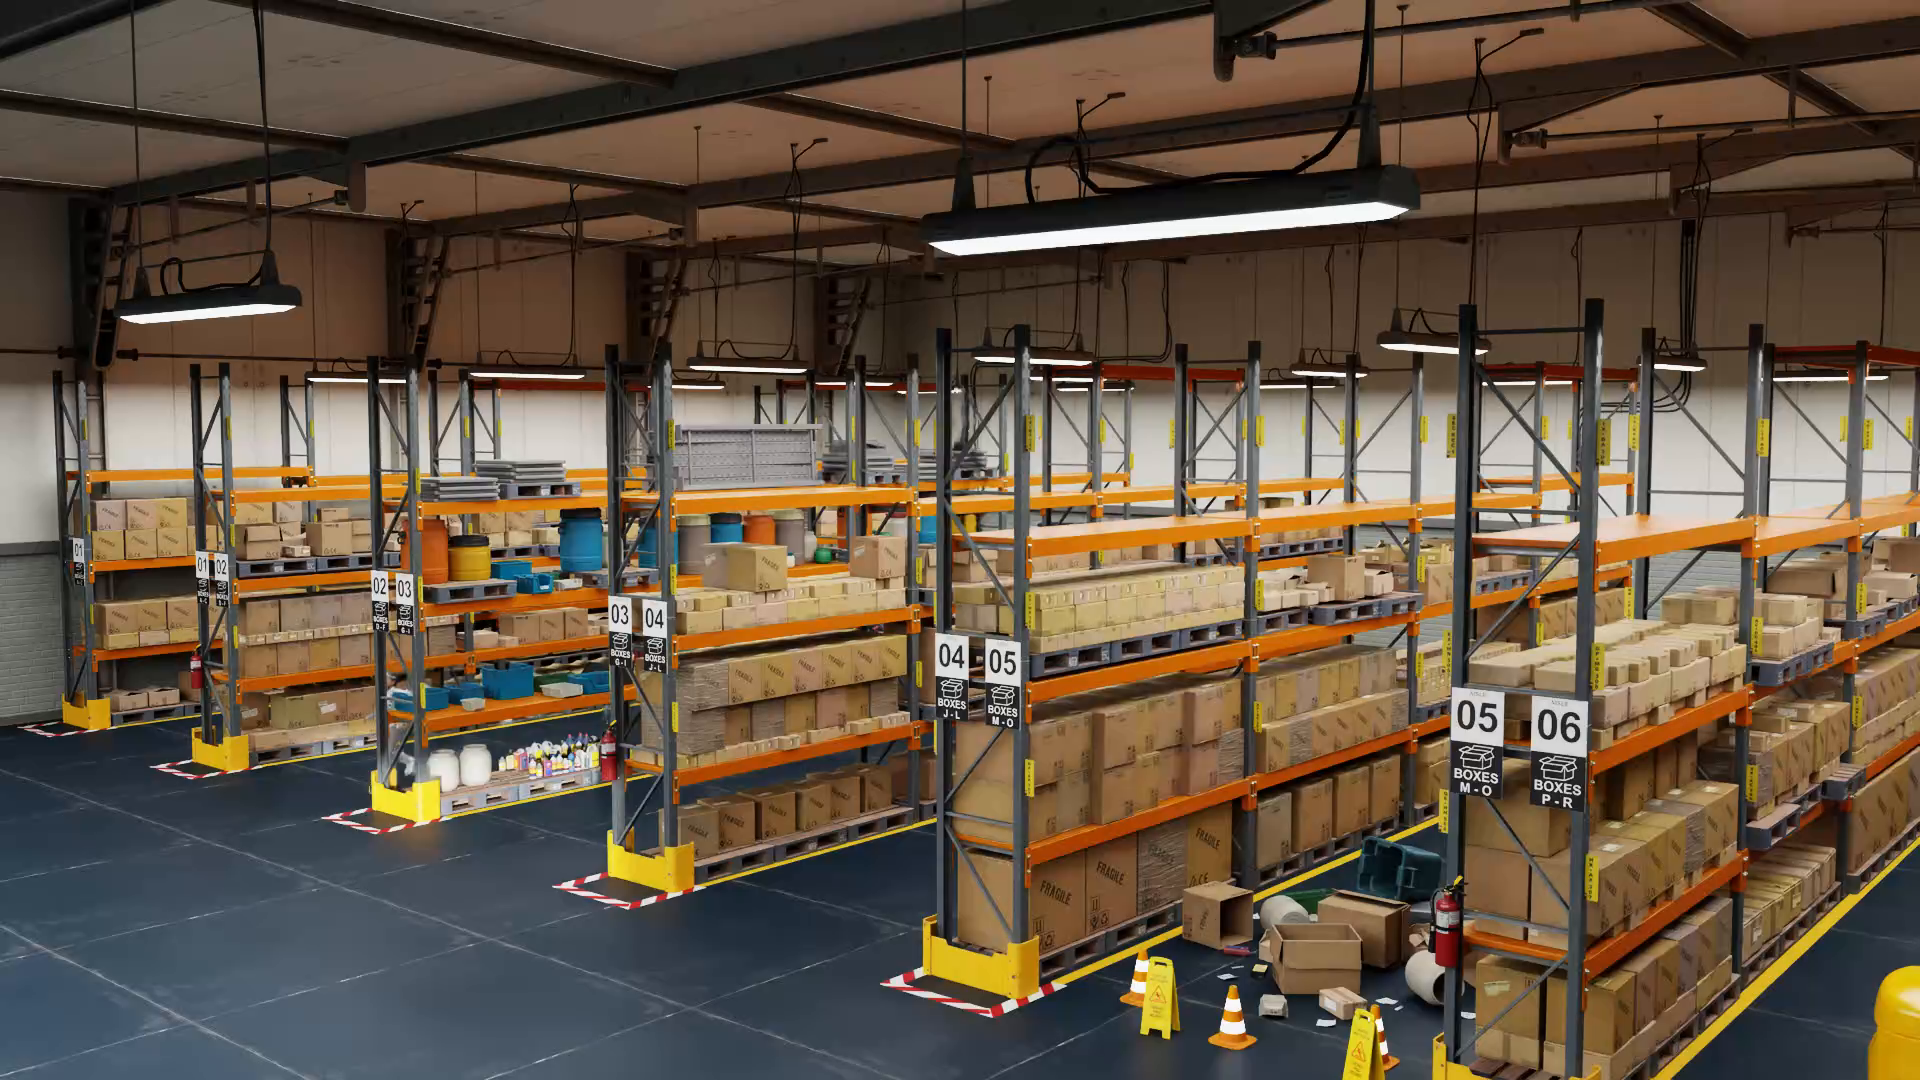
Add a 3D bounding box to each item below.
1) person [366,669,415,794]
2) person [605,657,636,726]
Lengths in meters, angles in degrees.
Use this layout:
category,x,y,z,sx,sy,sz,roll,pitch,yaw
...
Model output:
category,x,y,z,sx,sy,sz,roll,pitch,yaw
person,-7.954,2.648,23.324,0.617,1.700,0.882,2,5,29
person,-5.352,2.408,26.365,0.711,1.722,0.589,3,5,33
